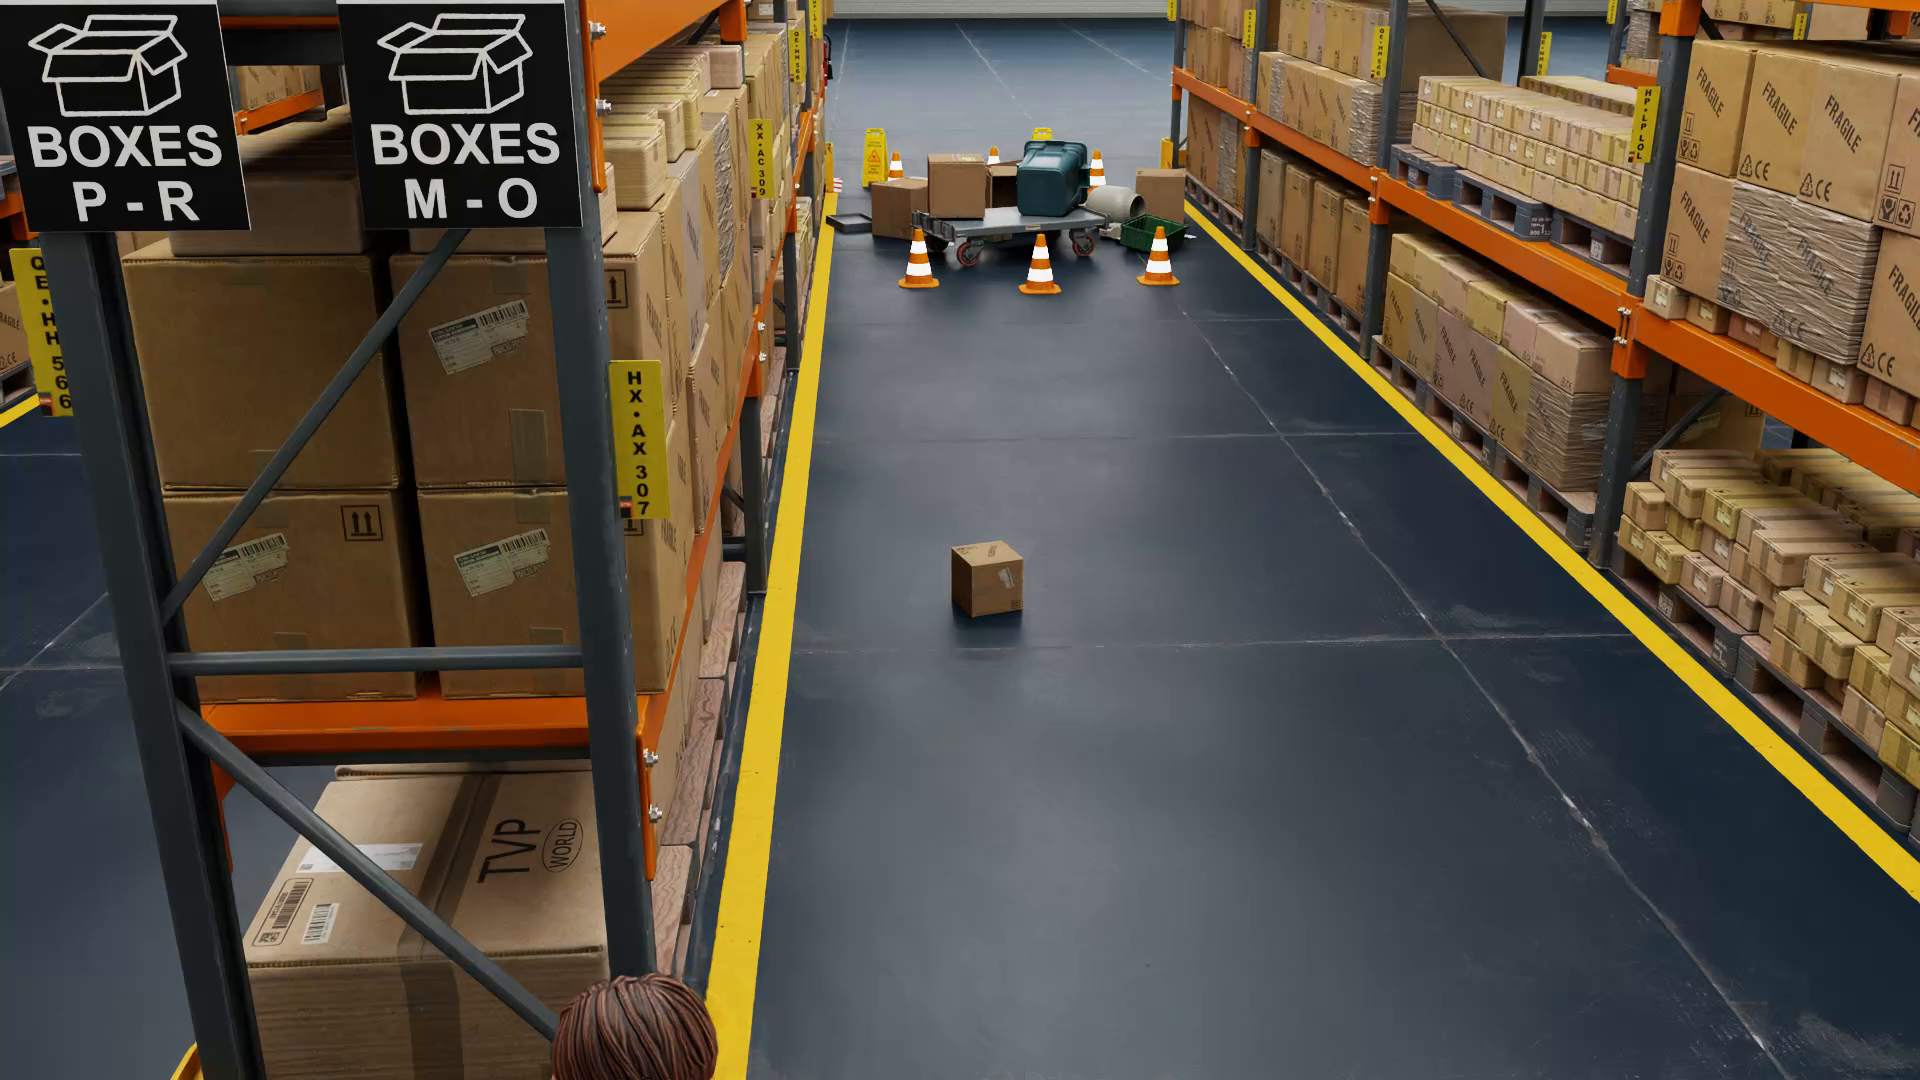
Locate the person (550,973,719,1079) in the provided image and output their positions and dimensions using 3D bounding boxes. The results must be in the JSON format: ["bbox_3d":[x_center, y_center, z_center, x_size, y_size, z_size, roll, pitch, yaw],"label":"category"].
[{"bbox_3d":[-0.385,1.325,2.573,0.443,1.567,0.476,-11,23,-27],"label":"person"}]
